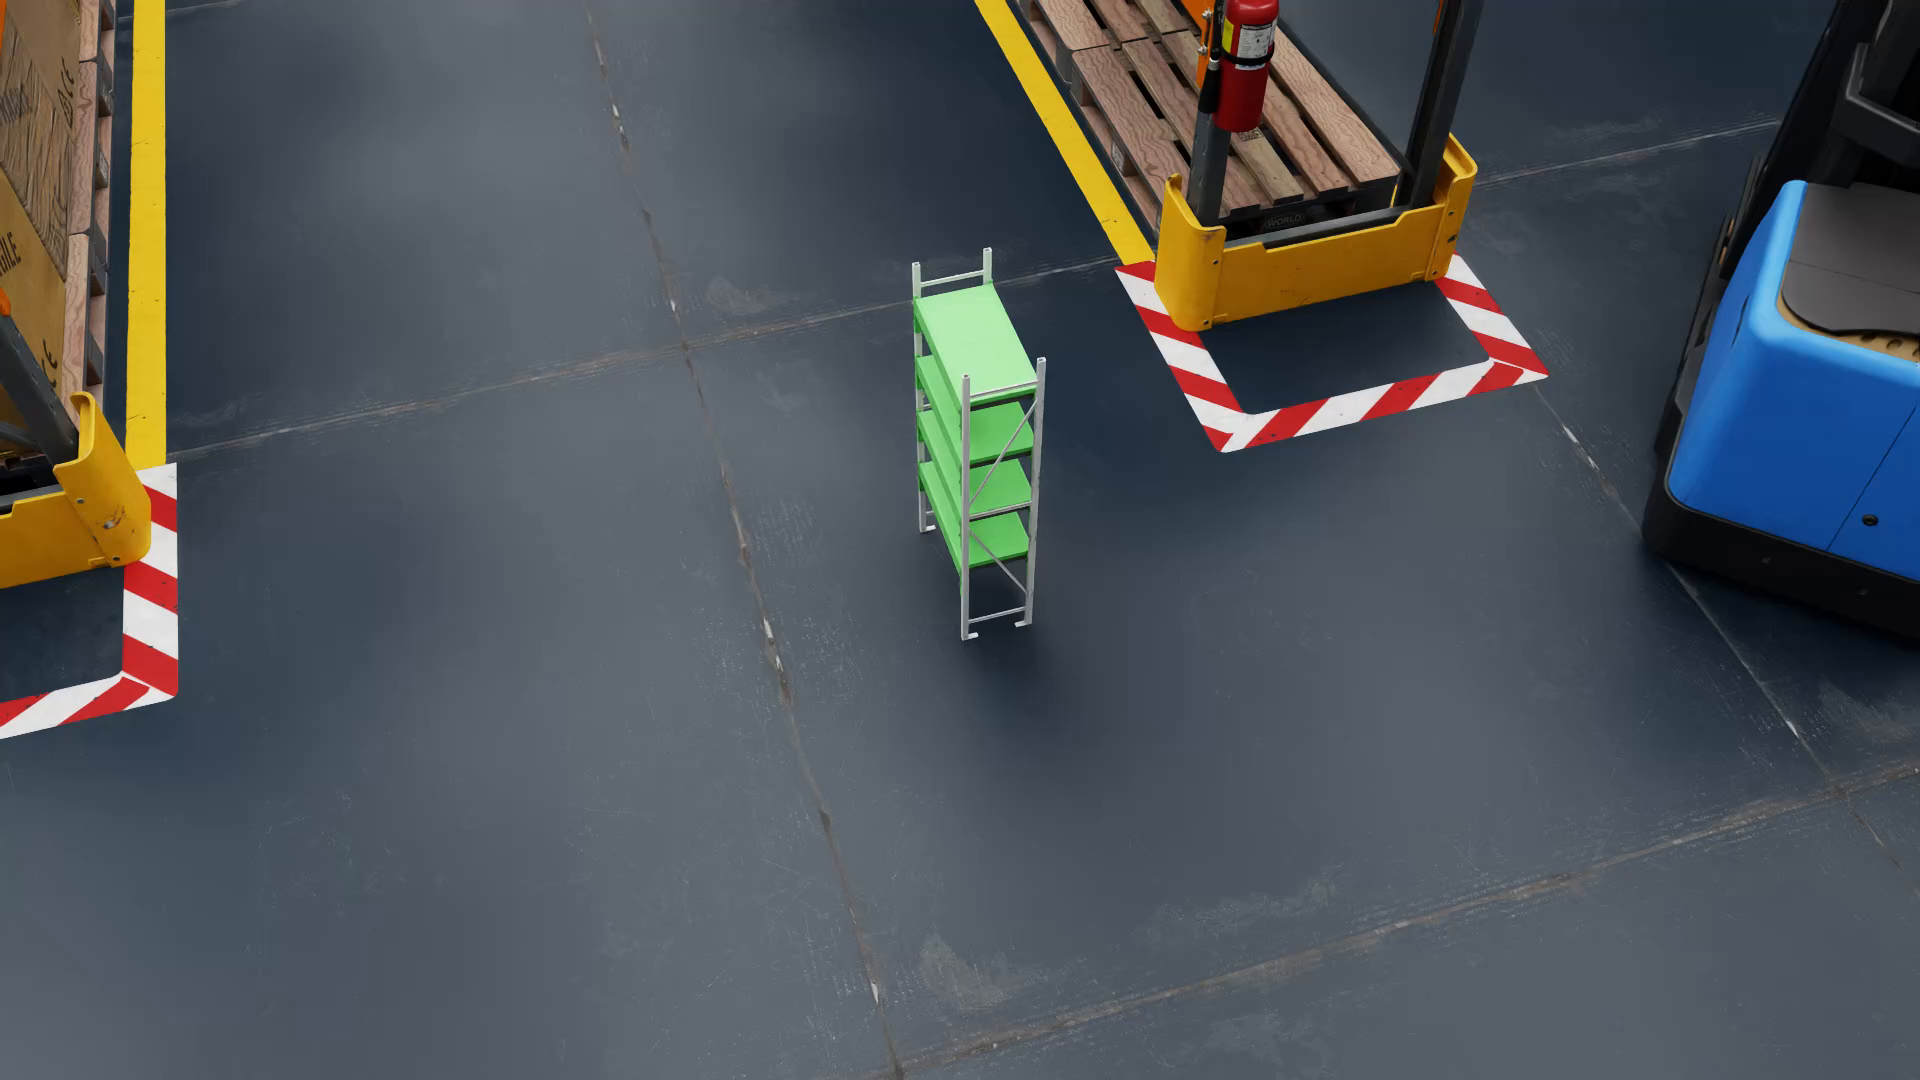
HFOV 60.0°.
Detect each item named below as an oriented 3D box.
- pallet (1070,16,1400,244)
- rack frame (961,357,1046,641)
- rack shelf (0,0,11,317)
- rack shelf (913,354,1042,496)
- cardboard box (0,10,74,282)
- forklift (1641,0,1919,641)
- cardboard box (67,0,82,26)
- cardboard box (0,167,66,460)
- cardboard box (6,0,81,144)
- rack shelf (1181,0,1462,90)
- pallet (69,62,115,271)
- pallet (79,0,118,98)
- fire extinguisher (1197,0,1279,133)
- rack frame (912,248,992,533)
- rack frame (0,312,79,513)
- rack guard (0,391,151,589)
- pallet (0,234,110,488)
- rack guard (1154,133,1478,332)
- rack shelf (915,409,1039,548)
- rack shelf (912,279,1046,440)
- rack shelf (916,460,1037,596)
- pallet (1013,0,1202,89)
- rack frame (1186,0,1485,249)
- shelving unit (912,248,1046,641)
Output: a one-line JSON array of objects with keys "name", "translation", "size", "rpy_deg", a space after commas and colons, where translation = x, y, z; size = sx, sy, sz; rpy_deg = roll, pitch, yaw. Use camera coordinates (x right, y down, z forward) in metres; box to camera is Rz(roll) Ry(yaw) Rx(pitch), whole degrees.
[{"name": "pallet", "translation": [1.136, -1.743, 7.081], "size": [1.003, 0.211, 1.213], "rpy_deg": [-13, 51, -11]}, {"name": "rack frame", "translation": [0.121, -0.088, 5.039], "size": [0.240, 1.200, 0.015], "rpy_deg": [-13, 51, -11]}, {"name": "rack shelf", "translation": [-3.980, -2.139, 6.062], "size": [1.077, 0.370, 4.000], "rpy_deg": [-13, 51, -11]}, {"name": "rack shelf", "translation": [0.049, -0.379, 5.055], "size": [0.258, 0.148, 0.480], "rpy_deg": [-13, 51, -11]}, {"name": "cardboard box", "translation": [-3.923, -1.475, 6.147], "size": [0.875, 0.875, 0.875], "rpy_deg": [-13, 51, -11]}, {"name": "forklift", "translation": [3.425, -1.739, 5.299], "size": [1.130, 2.935, 3.031], "rpy_deg": [20, 53, 16]}, {"name": "cardboard box", "translation": [-4.453, -2.782, 7.249], "size": [0.875, 0.875, 0.875], "rpy_deg": [-13, 51, -11]}, {"name": "cardboard box", "translation": [-3.654, -0.810, 5.586], "size": [0.875, 0.875, 0.875], "rpy_deg": [-13, 51, -11]}, {"name": "cardboard box", "translation": [-4.187, -2.125, 6.695], "size": [0.875, 0.875, 0.875], "rpy_deg": [-13, 51, -11]}, {"name": "rack shelf", "translation": [0.751, -3.259, 7.006], "size": [1.077, 0.370, 4.000], "rpy_deg": [-13, 51, -11]}, {"name": "pallet", "translation": [-4.057, -1.468, 6.849], "size": [1.003, 0.211, 1.213], "rpy_deg": [-13, 51, -11]}, {"name": "pallet", "translation": [-4.421, -2.360, 7.602], "size": [1.003, 0.211, 1.213], "rpy_deg": [-13, 51, -11]}, {"name": "fire extinguisher", "translation": [0.953, -1.672, 5.493], "size": [0.296, 0.674, 0.183], "rpy_deg": [-13, 51, -11]}, {"name": "rack frame", "translation": [-0.023, -0.444, 5.340], "size": [0.240, 1.200, 0.015], "rpy_deg": [-13, 51, -11]}, {"name": "rack frame", "translation": [-3.389, -0.911, 4.556], "size": [1.000, 3.000, 0.127], "rpy_deg": [-13, 51, -11]}, {"name": "rack guard", "translation": [-3.382, -0.087, 5.497], "size": [1.175, 0.500, 0.348], "rpy_deg": [-13, 51, -11]}, {"name": "pallet", "translation": [-3.700, -0.578, 6.099], "size": [1.003, 0.211, 1.213], "rpy_deg": [-13, 51, -11]}, {"name": "rack guard", "translation": [1.362, -1.210, 6.443], "size": [1.175, 0.500, 0.348], "rpy_deg": [-13, 51, -11]}, {"name": "rack shelf", "translation": [0.049, -0.225, 5.238], "size": [0.258, 0.148, 0.480], "rpy_deg": [-13, 51, -11]}, {"name": "rack shelf", "translation": [0.049, -0.534, 4.871], "size": [0.258, 0.148, 0.480], "rpy_deg": [-13, 51, -11]}, {"name": "rack shelf", "translation": [0.049, -0.070, 5.422], "size": [0.258, 0.148, 0.480], "rpy_deg": [-13, 51, -11]}, {"name": "pallet", "translation": [0.779, -2.632, 7.831], "size": [1.003, 0.211, 1.213], "rpy_deg": [-13, 51, -11]}, {"name": "rack frame", "translation": [1.343, -2.030, 5.500], "size": [1.000, 3.000, 0.127], "rpy_deg": [-13, 51, -11]}, {"name": "shelving unit", "translation": [0.049, -0.266, 5.189], "size": [0.258, 1.200, 0.503], "rpy_deg": [-13, 51, -11]}]
